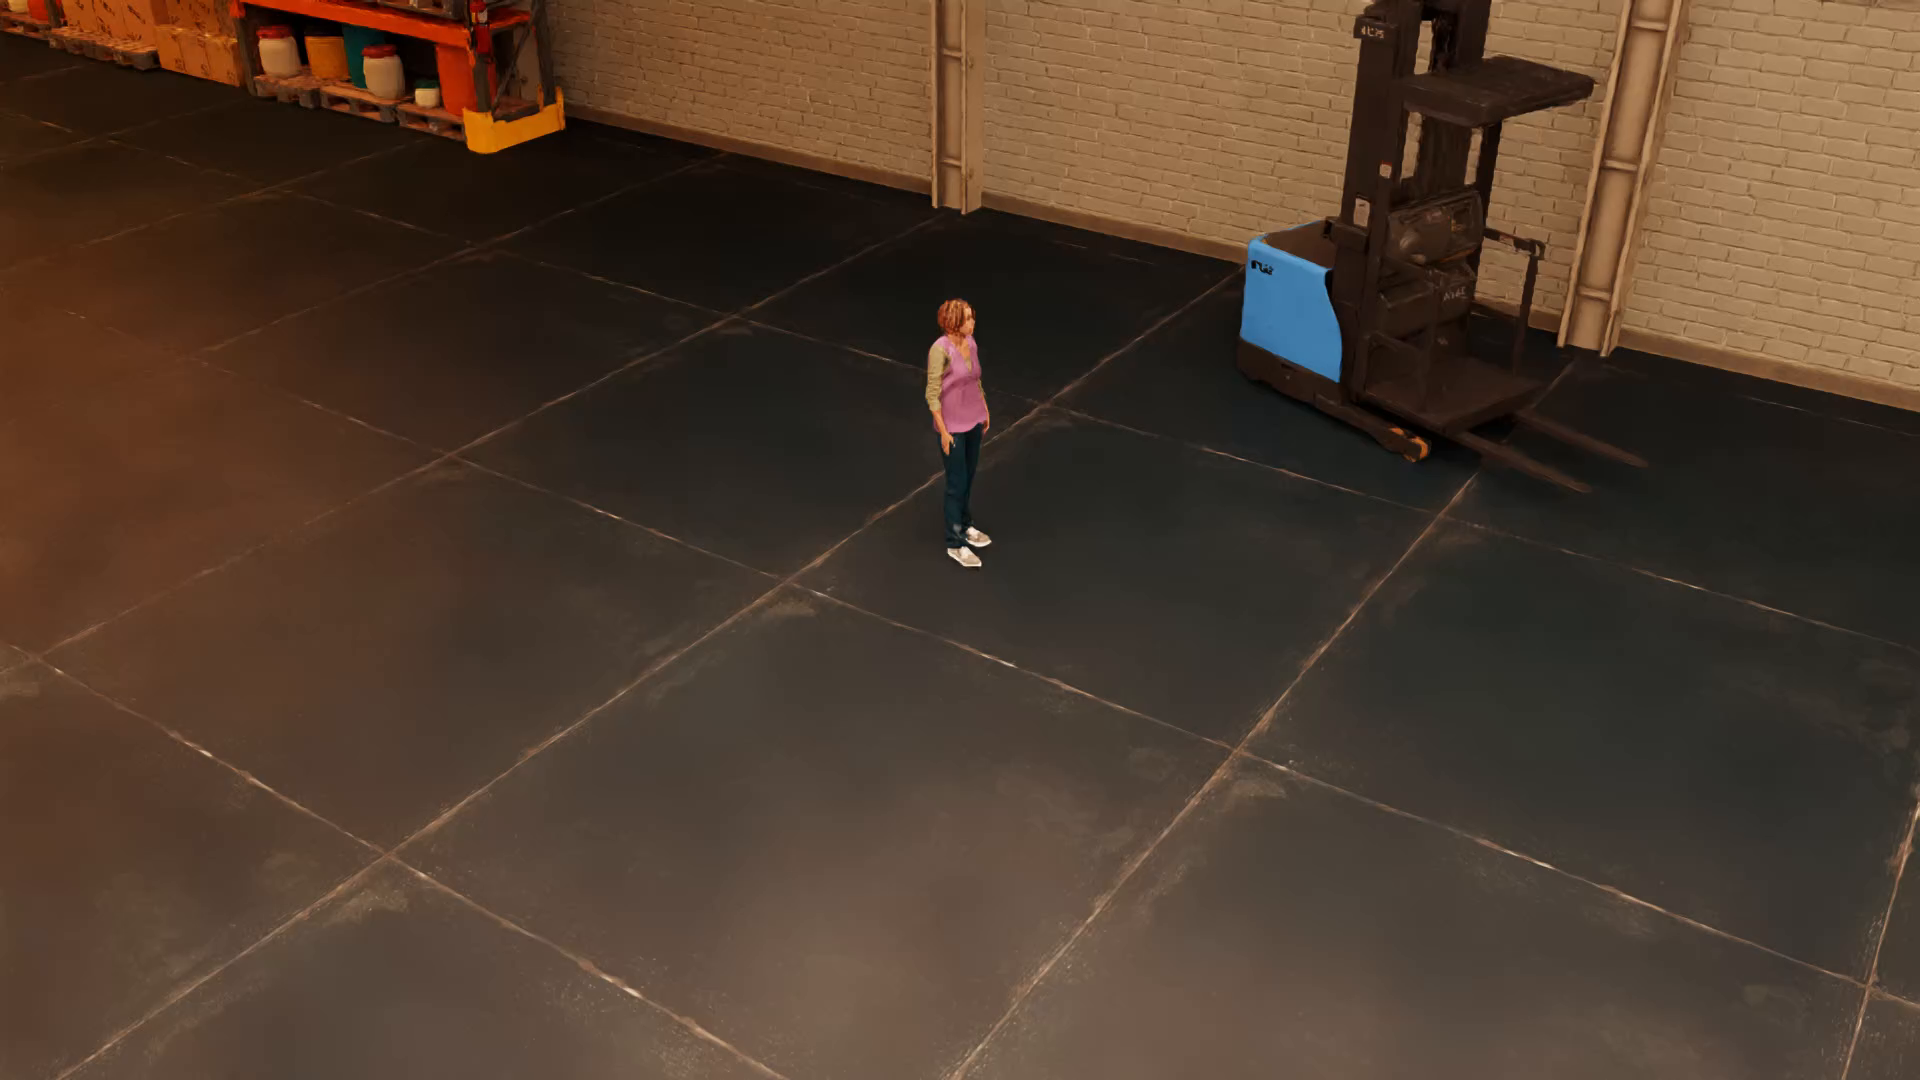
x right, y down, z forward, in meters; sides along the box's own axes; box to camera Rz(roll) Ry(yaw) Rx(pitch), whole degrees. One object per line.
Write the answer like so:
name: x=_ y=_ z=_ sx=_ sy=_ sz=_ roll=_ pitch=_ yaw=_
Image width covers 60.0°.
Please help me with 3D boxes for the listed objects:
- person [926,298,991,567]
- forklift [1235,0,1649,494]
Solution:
person: x=0.054 y=-0.670 z=10.050 sx=0.474 sy=1.597 sz=0.520 roll=19 pitch=35 yaw=29
forklift: x=3.364 y=-2.083 z=11.169 sx=1.130 sy=2.935 sz=3.031 roll=-20 pitch=36 yaw=-31
